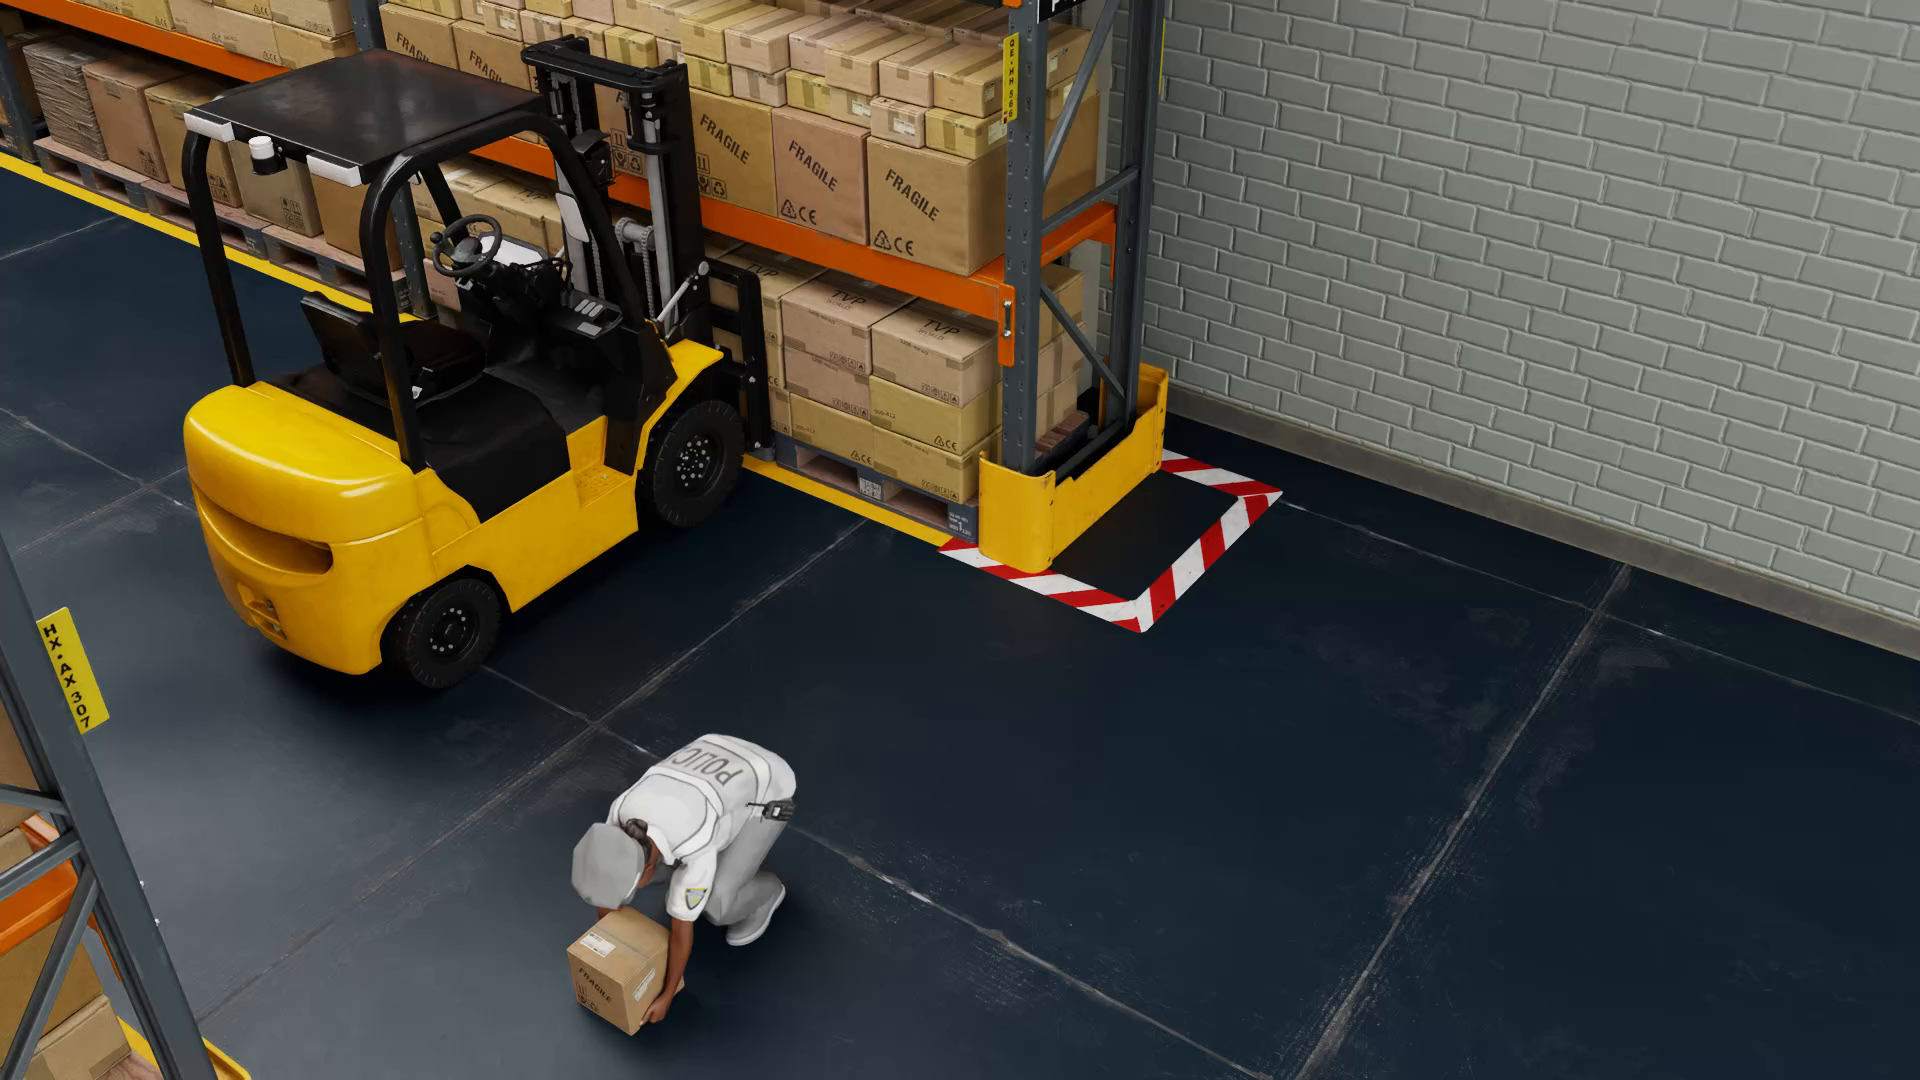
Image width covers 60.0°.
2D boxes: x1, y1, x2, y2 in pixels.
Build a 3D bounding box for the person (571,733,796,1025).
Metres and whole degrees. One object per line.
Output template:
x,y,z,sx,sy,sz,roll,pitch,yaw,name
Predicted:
-0.903,1.046,5.458,0.464,0.807,0.911,21,40,27,person
